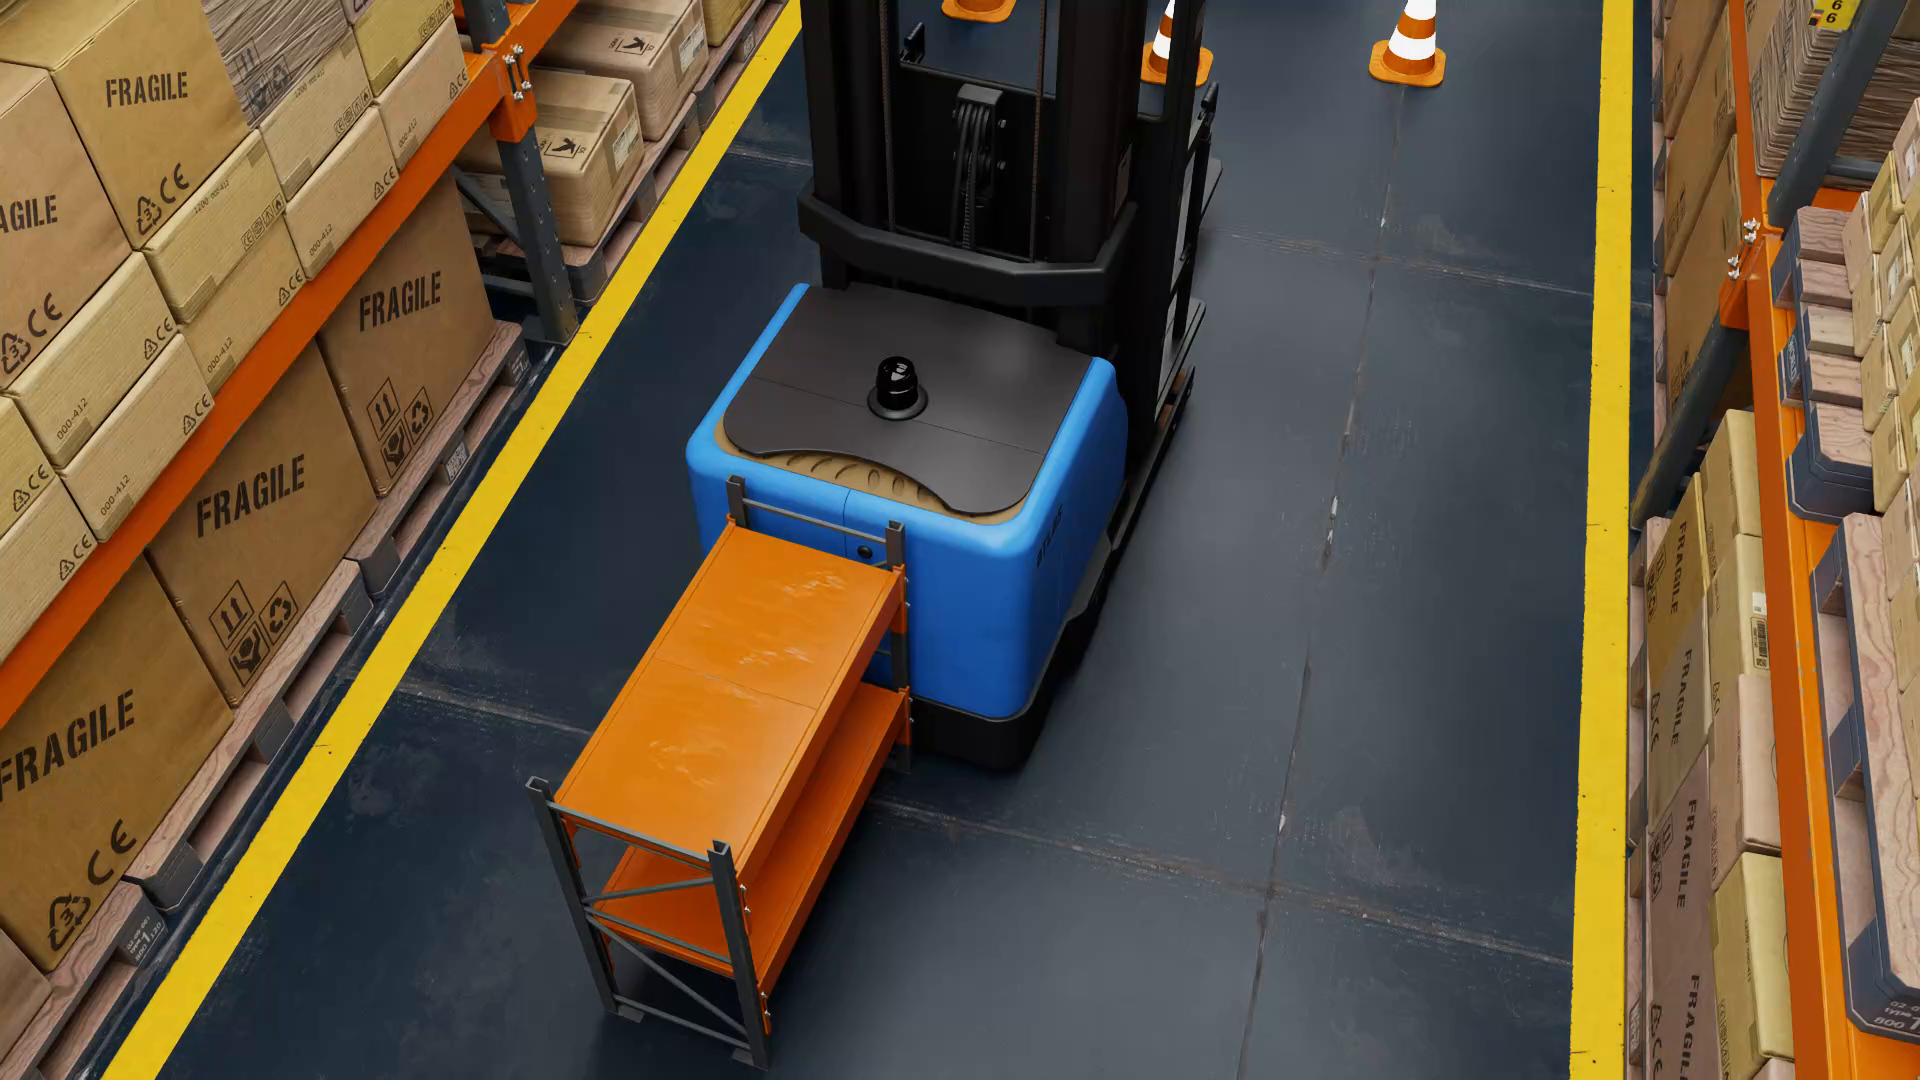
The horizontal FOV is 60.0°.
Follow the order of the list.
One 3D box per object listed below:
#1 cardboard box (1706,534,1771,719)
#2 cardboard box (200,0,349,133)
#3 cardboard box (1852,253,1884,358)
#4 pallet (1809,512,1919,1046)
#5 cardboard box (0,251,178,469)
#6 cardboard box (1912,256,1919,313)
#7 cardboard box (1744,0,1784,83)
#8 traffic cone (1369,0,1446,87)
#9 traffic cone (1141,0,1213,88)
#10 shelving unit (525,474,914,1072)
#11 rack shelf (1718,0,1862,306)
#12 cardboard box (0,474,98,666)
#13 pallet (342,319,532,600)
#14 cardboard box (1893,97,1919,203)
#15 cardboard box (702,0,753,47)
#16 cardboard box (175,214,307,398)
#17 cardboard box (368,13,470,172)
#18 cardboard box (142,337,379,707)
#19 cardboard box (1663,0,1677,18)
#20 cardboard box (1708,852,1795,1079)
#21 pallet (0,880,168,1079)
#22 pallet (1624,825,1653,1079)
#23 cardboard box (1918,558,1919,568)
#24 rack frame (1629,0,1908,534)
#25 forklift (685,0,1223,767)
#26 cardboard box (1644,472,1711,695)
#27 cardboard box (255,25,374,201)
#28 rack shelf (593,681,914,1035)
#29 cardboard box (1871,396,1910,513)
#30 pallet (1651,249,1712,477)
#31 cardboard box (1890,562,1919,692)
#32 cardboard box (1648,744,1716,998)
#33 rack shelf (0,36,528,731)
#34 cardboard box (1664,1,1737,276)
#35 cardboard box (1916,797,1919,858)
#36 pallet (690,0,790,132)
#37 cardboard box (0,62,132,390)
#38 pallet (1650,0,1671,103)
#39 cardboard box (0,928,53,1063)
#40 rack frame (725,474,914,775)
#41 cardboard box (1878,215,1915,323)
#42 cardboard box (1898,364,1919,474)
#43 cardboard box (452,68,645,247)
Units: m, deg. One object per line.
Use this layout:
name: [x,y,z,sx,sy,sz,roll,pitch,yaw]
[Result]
cardboard box: [2.276,0.289,4.382,0.500,0.250,0.500,11,49,10]
cardboard box: [-1.988,-1.439,4.285,0.500,0.500,0.500,12,50,11]
cardboard box: [2.441,-0.547,4.120,0.380,0.149,0.250,14,50,12]
pallet: [2.343,0.534,3.406,1.003,0.211,1.213,12,50,10]
cardboard box: [-2.243,-0.467,3.928,0.500,0.250,0.500,10,49,9]
cardboard box: [2.379,-0.554,3.729,0.380,0.149,0.250,11,50,10]
cardboard box: [2.817,-1.742,5.220,0.500,0.500,0.500,12,50,10]
traffic cone: [2.068,-2.351,7.516,0.336,0.463,0.334,12,50,10]
traffic cone: [0.988,-2.346,7.512,0.336,0.463,0.334,12,50,10]
shelving unit: [-0.563,0.629,4.445,0.538,1.125,1.048,16,51,14]
rack shelf: [3.351,-2.178,6.151,1.077,0.370,4.000,12,50,10]
cardboard box: [-2.375,0.062,3.795,0.500,0.250,0.500,11,50,10]
pallet: [-2.258,-0.395,5.958,1.003,0.211,1.213,12,50,10]
cardboard box: [2.515,-0.923,4.054,0.380,0.149,0.250,12,50,10]
cardboard box: [-1.428,-2.632,7.545,0.950,0.372,0.625,13,50,11]
cardboard box: [-2.128,-0.673,4.443,0.500,0.250,0.500,11,50,10]
cardboard box: [-1.860,-1.406,5.091,0.500,0.250,0.500,10,49,9]
cardboard box: [-2.478,-0.181,5.046,0.875,0.875,0.875,12,50,10]
cardboard box: [3.801,-2.790,7.432,1.050,0.750,0.750,11,50,10]
cardboard box: [1.997,1.021,3.735,0.500,0.250,0.500,10,49,8]
pallet: [-2.900,1.370,4.400,1.003,0.211,1.213,12,50,10]
pallet: [2.294,1.398,4.375,1.003,0.211,1.213,12,50,10]
cardboard box: [2.166,0.118,3.334,0.380,0.149,0.250,11,50,10]
rack frame: [2.824,-0.969,4.605,1.000,3.000,0.127,12,50,10]
forklift: [0.223,-1.409,5.039,1.130,2.935,3.031,16,50,14]
cardboard box: [2.392,0.180,4.977,0.500,0.500,0.500,10,49,8]
cardboard box: [-1.991,-1.217,4.590,0.500,0.250,0.500,10,49,9]
rack shelf: [-0.563,0.791,4.628,0.538,0.278,1.000,16,51,14]
cardboard box: [2.301,-0.156,3.775,0.380,0.149,0.250,14,50,12]
pallet: [3.105,-0.602,6.140,1.003,0.211,1.213,12,50,10]
cardboard box: [2.165,0.218,3.444,0.380,0.149,0.250,12,50,11]
cardboard box: [2.133,0.917,4.327,0.500,0.500,0.500,10,49,9]
rack shelf: [-2.504,-0.188,4.395,1.077,0.370,4.000,12,50,10]
cardboard box: [3.298,-1.419,6.223,1.050,0.750,0.750,12,50,11]
cardboard box: [2.025,0.599,3.108,0.380,0.149,0.250,14,50,12]
pallet: [-1.447,-2.395,7.723,1.003,0.211,1.213,12,50,10]
cardboard box: [-2.266,-0.716,3.648,0.500,0.500,0.500,11,49,9]
pallet: [3.747,-2.367,7.698,1.003,0.211,1.213,12,50,10]
cardboard box: [-2.944,1.120,3.898,0.875,0.875,0.875,13,50,11]
rack frame: [-0.381,0.273,4.759,0.500,1.125,0.032,16,51,14]
cardboard box: [2.434,-0.617,3.983,0.380,0.149,0.250,14,50,12]
cardboard box: [2.301,-0.241,3.651,0.380,0.149,0.250,12,50,10]
cardboard box: [-1.819,-1.549,6.589,0.950,0.372,0.625,9,49,7]
